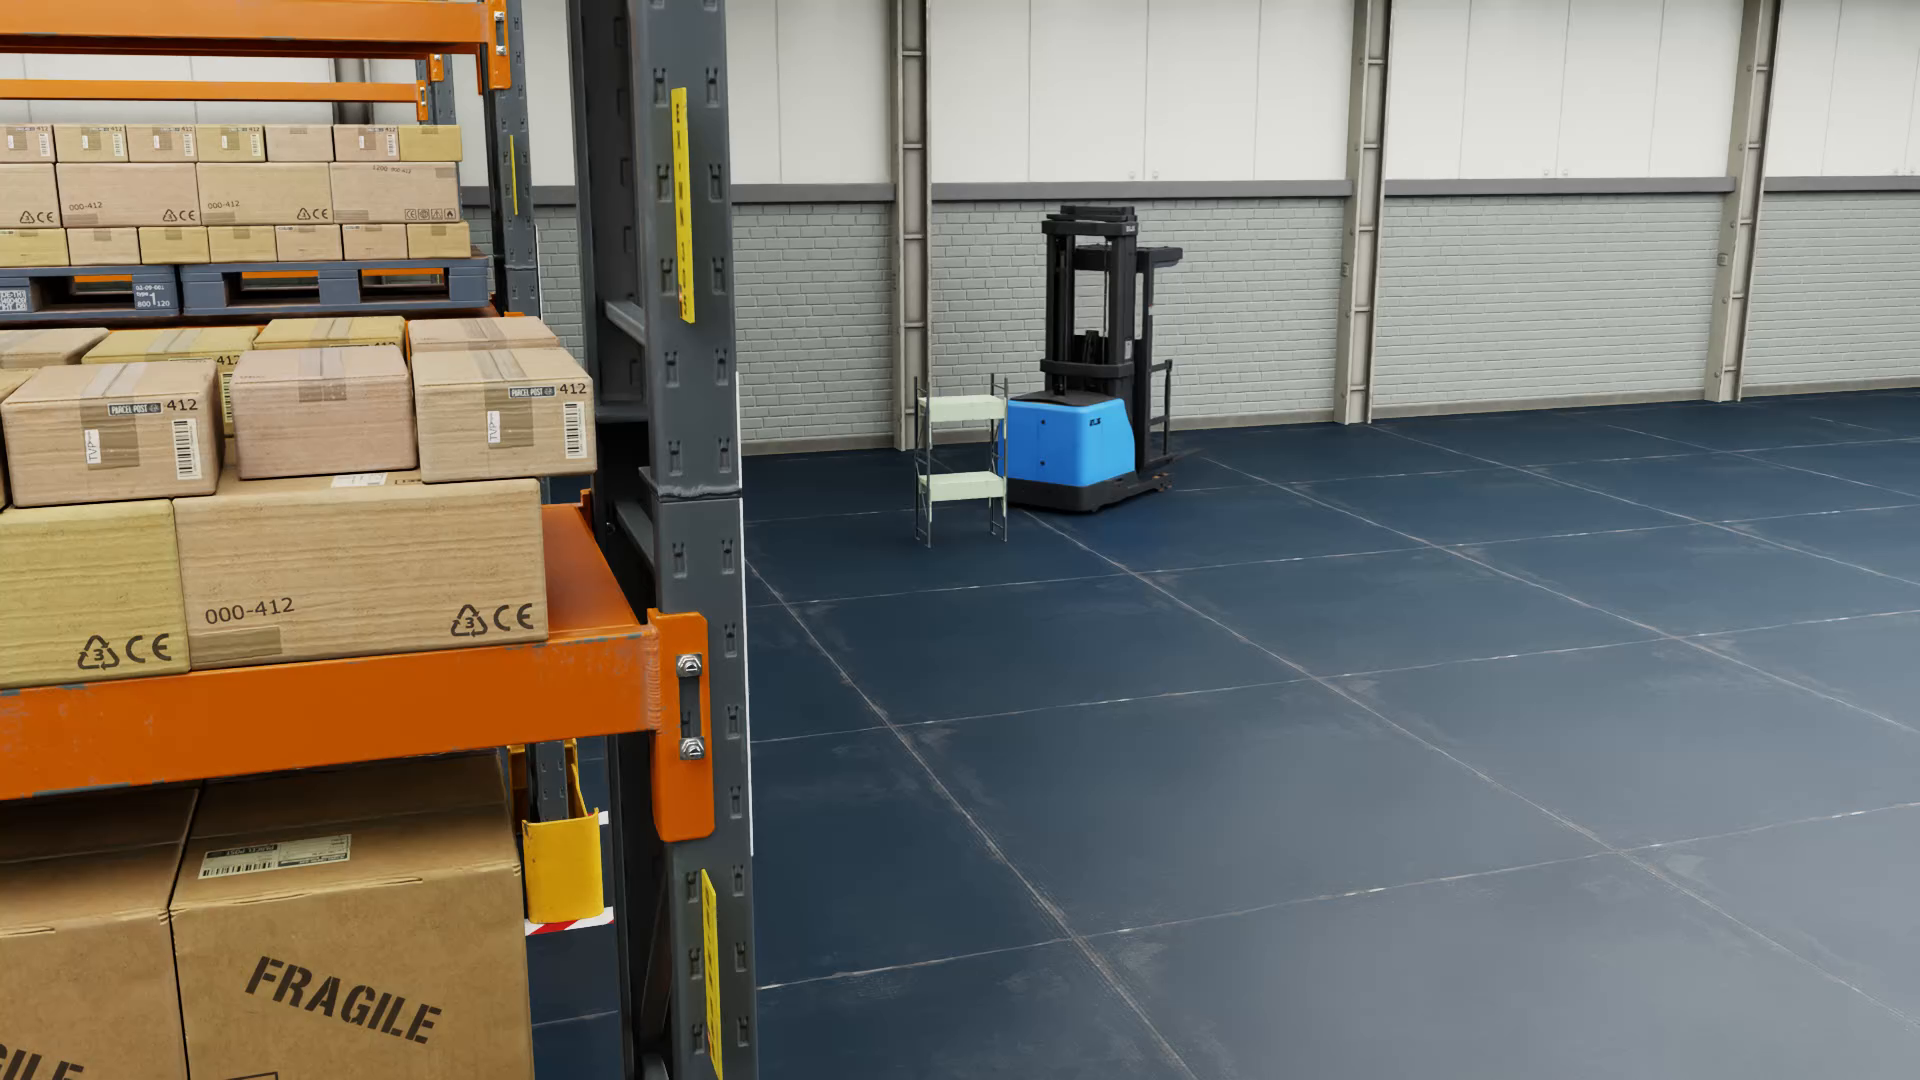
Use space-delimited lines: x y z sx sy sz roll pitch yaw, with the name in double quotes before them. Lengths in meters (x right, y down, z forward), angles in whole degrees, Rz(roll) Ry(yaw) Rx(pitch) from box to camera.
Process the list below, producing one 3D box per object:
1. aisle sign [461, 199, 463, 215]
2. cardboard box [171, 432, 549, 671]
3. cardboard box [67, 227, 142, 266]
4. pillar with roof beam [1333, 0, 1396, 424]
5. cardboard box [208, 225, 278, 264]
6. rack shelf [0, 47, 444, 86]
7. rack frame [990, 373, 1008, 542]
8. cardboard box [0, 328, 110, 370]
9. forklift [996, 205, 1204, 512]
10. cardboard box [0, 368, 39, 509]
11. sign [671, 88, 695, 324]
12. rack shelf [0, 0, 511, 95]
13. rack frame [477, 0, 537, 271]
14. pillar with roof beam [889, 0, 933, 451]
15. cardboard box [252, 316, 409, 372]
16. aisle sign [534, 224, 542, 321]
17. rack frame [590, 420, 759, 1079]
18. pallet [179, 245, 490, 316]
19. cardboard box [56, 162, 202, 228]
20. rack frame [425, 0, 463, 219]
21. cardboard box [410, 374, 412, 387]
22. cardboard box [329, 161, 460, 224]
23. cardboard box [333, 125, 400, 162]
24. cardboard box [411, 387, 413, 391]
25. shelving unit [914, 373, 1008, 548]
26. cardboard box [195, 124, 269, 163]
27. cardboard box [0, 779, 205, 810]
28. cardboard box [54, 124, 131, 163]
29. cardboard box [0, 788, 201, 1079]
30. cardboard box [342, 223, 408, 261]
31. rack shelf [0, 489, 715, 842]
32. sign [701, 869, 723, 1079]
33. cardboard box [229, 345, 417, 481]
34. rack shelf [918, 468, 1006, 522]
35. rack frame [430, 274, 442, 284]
"aisle sign" -3.564 -2.090 11.935 0.004 0.787 0.394 -4 14 -18
"cardboard box" -0.930 -0.005 2.633 0.500 0.250 0.500 -4 14 -17
"cardboard box" -3.452 -1.203 6.764 0.250 0.149 0.380 -4 14 -18
"pillar with roof beam" 6.497 -4.979 16.734 0.400 9.000 9.100 -4 14 -18
"cardboard box" -2.970 -1.241 6.922 0.250 0.149 0.380 -4 14 -18
"rack shelf" -5.611 -3.303 11.253 4.000 0.370 1.077 -4 14 -18
"rack frame" 0.353 -0.757 15.192 0.023 1.500 0.400 -4 14 -18
"cardboard box" -1.647 -0.273 2.896 0.250 0.149 0.380 -4 14 -16
"forklift" 1.604 -1.984 17.258 1.130 2.935 3.031 9 16 33
"cardboard box" -1.457 -0.140 2.338 0.250 0.149 0.380 -4 14 -18
"sign" -0.396 -0.477 2.379 0.005 0.325 0.100 -4 14 -18
"rack shelf" -3.936 -2.032 6.766 4.000 0.370 1.077 -4 14 -18
"rack frame" -2.041 -2.724 7.257 0.127 3.000 1.000 -4 14 -18
"pillar with roof beam" 0.811 -4.536 14.873 0.400 9.000 9.100 -4 14 -18
"cardboard box" -1.166 -0.323 3.107 0.250 0.149 0.380 -4 14 -17
"aisle sign" -1.878 -1.010 7.396 0.004 0.787 0.394 -4 14 -18
"rack frame" -0.554 1.290 3.346 0.127 3.000 1.000 -4 14 -18
"pallet" -2.740 -1.165 7.374 1.213 0.211 1.003 -4 14 -18
"cardboard box" -3.366 -1.419 6.808 0.500 0.250 0.500 -5 14 -18
"rack frame" -3.715 -3.802 11.790 0.127 3.000 1.000 -4 14 -18
"cardboard box" -4.142 -0.977 12.016 0.500 0.500 0.500 -5 14 -19
"cardboard box" -2.415 -1.492 7.117 0.500 0.250 0.500 -4 14 -17
"cardboard box" -2.489 -1.666 6.987 0.250 0.149 0.380 -4 14 -18
"cardboard box" -2.405 -0.385 7.729 0.550 0.550 0.875 -4 14 -18
"shelving unit" 0.006 -0.730 15.079 0.755 1.500 0.431 -4 14 -18
"cardboard box" -2.977 -1.628 6.826 0.250 0.149 0.380 -4 14 -17
"cardboard box" -1.639 0.626 3.117 0.500 0.500 0.500 -4 14 -18
"cardboard box" -3.457 -1.591 6.669 0.250 0.149 0.380 -5 14 -19
"cardboard box" -1.469 0.743 2.626 0.500 0.500 0.500 -4 14 -18
"cardboard box" -2.487 -1.278 7.080 0.250 0.149 0.380 -4 14 -18
"rack shelf" -2.450 0.328 2.462 4.000 0.370 1.077 -4 14 -18
"sign" -0.396 0.696 2.658 0.005 0.325 0.100 -4 14 -18
"cardboard box" -1.002 -0.208 2.624 0.250 0.149 0.380 -5 14 -20
"rack shelf" 0.006 -0.413 15.154 0.720 0.370 0.431 -4 14 -18
"rack frame" -5.302 -1.972 17.060 0.127 3.000 1.000 -4 14 -18
